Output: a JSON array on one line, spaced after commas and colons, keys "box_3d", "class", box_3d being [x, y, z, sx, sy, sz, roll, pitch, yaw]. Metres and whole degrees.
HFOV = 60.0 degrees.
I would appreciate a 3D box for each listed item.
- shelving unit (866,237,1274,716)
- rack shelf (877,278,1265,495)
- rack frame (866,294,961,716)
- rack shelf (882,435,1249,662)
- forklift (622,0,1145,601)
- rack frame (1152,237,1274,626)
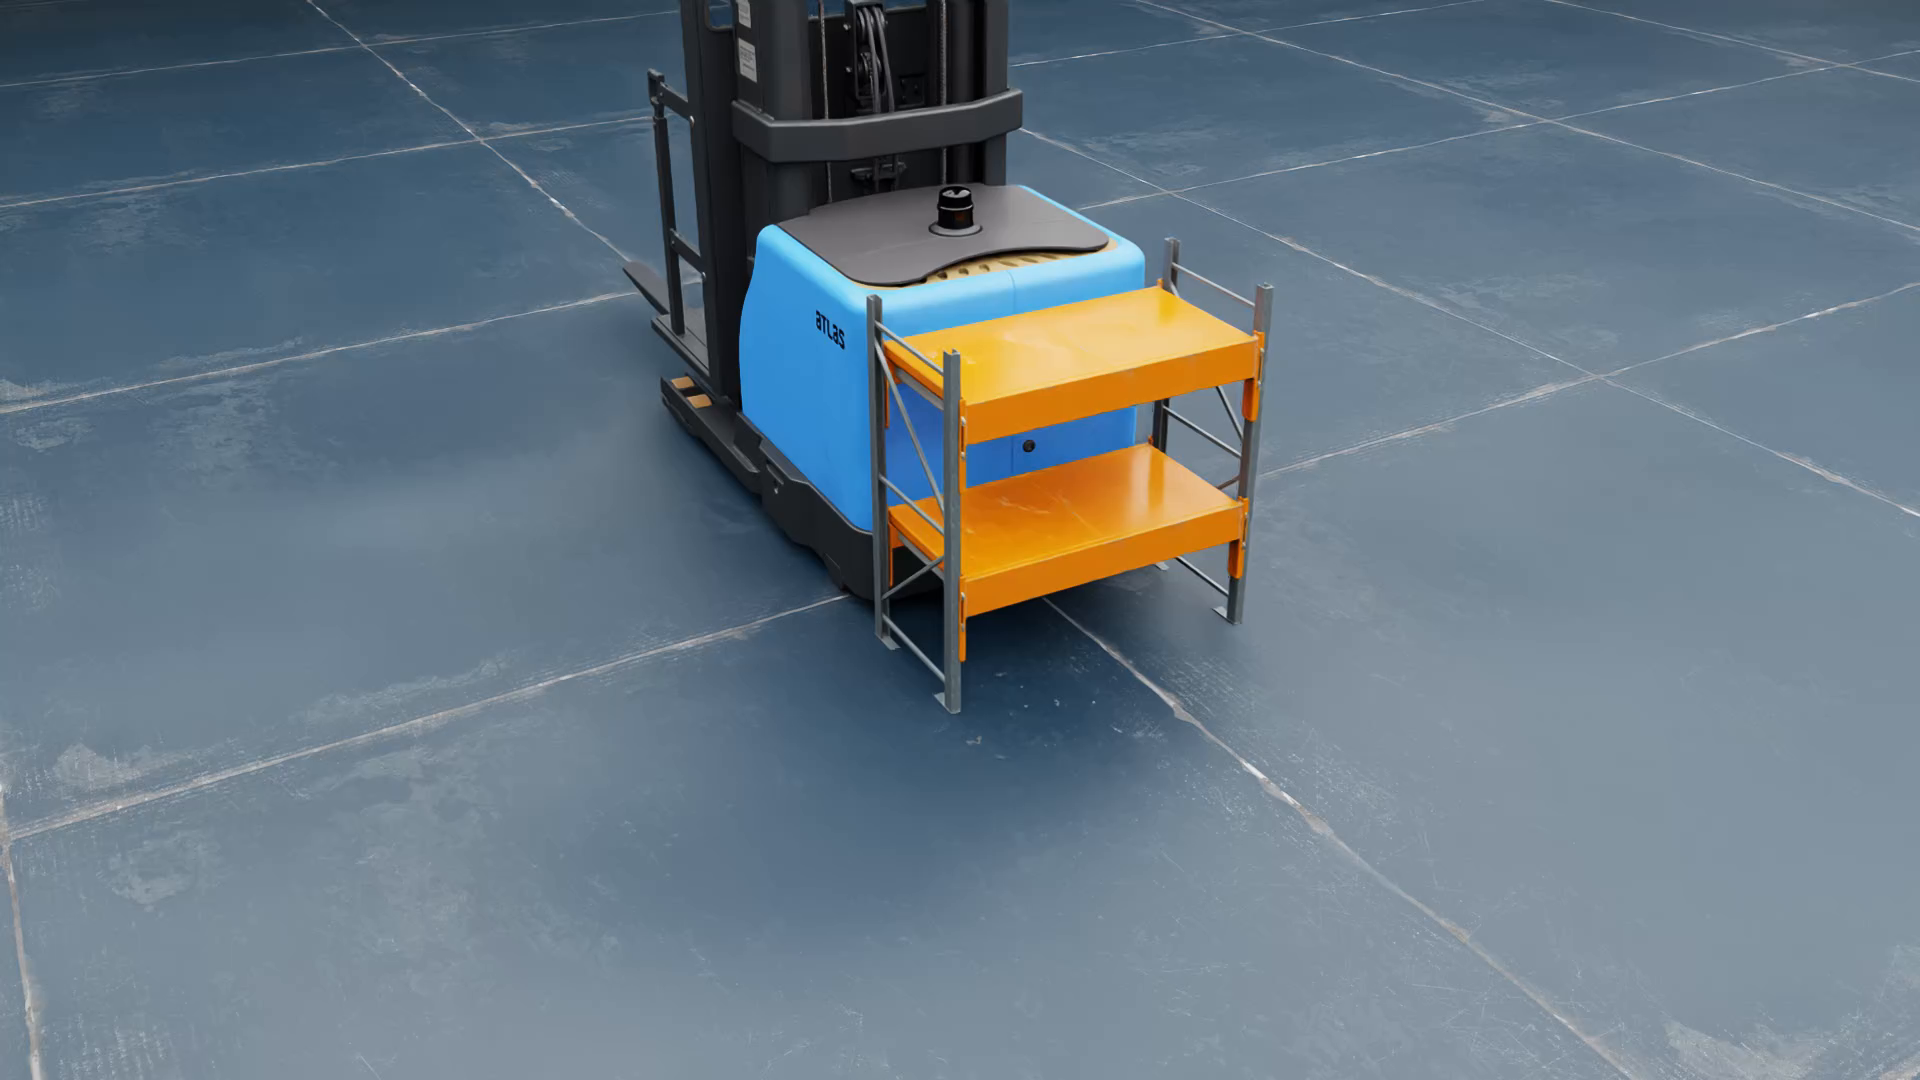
[{"box_3d": [0.314, -0.211, 4.968, 1.048, 1.125, 0.538, -15, 32, -25], "class": "shelving unit"}, {"box_3d": [0.314, -0.467, 4.826, 1.000, 0.278, 0.538, -15, 32, -25], "class": "rack shelf"}, {"box_3d": [-0.131, -0.092, 4.753, 0.032, 1.125, 0.500, -15, 32, -25], "class": "rack frame"}, {"box_3d": [0.314, 0.003, 5.086, 1.000, 0.278, 0.538, -15, 32, -25], "class": "rack shelf"}, {"box_3d": [-0.534, -1.774, 5.931, 1.130, 2.935, 3.031, -14, 32, -24], "class": "forklift"}, {"box_3d": [0.760, -0.329, 5.182, 0.032, 1.125, 0.500, -15, 32, -25], "class": "rack frame"}]
